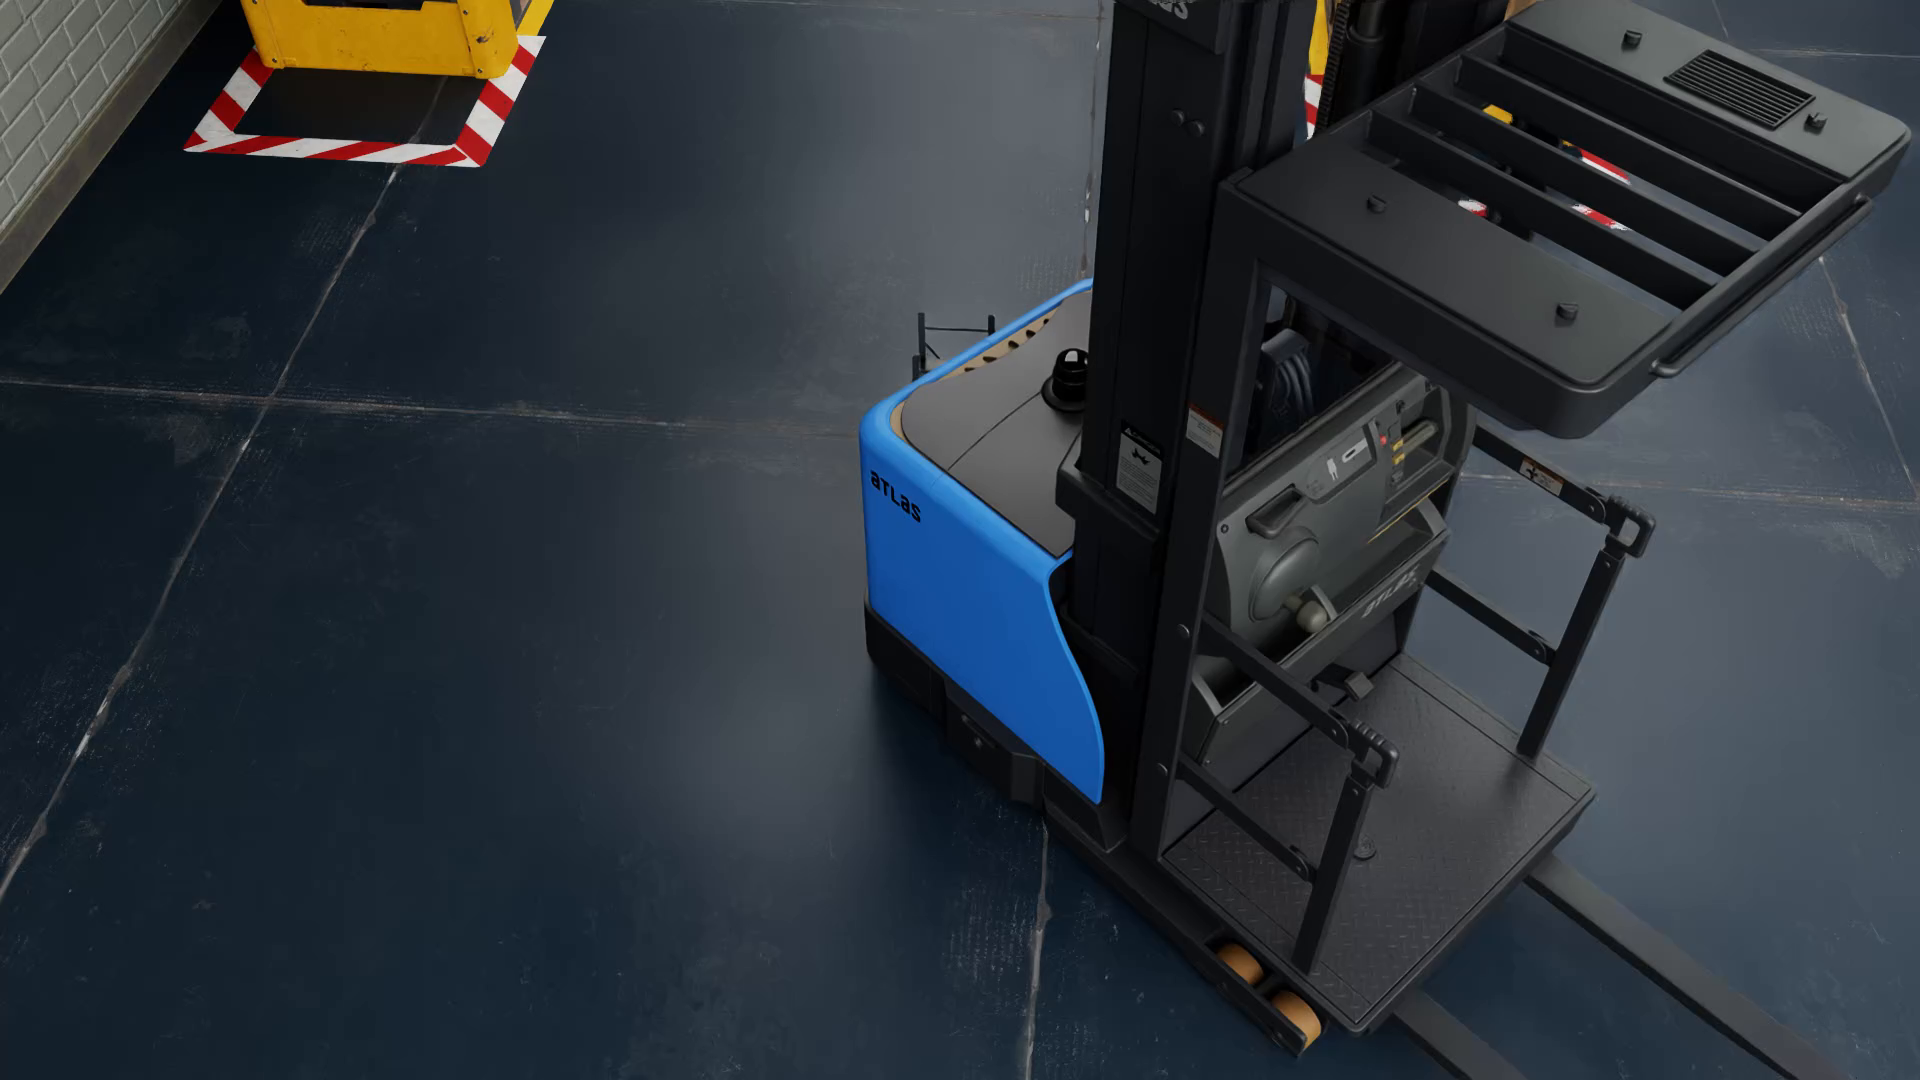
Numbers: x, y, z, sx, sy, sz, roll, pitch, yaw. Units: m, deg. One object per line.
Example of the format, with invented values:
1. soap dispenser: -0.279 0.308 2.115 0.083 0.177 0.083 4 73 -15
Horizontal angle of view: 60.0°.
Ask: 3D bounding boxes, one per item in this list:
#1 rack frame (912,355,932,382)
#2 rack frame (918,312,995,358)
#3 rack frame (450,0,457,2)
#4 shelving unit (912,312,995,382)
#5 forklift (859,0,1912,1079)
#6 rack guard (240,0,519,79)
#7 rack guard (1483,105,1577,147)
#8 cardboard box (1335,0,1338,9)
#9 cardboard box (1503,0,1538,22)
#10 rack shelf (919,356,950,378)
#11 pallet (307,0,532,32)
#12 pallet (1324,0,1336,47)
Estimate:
1. rack frame: -0.024 -0.249 5.367 0.240 0.900 0.006 3 48 3
2. rack frame: -0.010 -0.399 5.504 0.240 0.900 0.006 3 48 3
3. rack frame: -2.693 -3.254 6.693 1.000 3.000 0.127 4 48 4
4. shelving unit: -0.017 -0.324 5.436 0.258 0.900 0.210 3 48 3
5. forklift: 1.065 -0.045 3.805 1.130 2.935 3.031 -34 56 -27
6. rack guard: -2.686 -2.466 7.667 1.175 0.500 0.348 4 48 4
7. rack guard: 2.239 -2.062 7.297 1.175 0.500 0.348 4 48 4
8. cardboard box: 1.995 -2.551 7.629 0.500 0.250 0.500 4 48 4
9. cardboard box: 2.511 -2.516 7.598 0.500 0.250 0.500 4 48 4
10. rack shelf: -0.018 -0.484 5.261 0.258 0.077 0.200 3 48 3
11. pallet: -2.576 -2.963 8.317 1.003 0.211 1.213 4 48 4
12. pallet: 2.269 -2.547 7.937 1.003 0.211 1.213 4 48 4
